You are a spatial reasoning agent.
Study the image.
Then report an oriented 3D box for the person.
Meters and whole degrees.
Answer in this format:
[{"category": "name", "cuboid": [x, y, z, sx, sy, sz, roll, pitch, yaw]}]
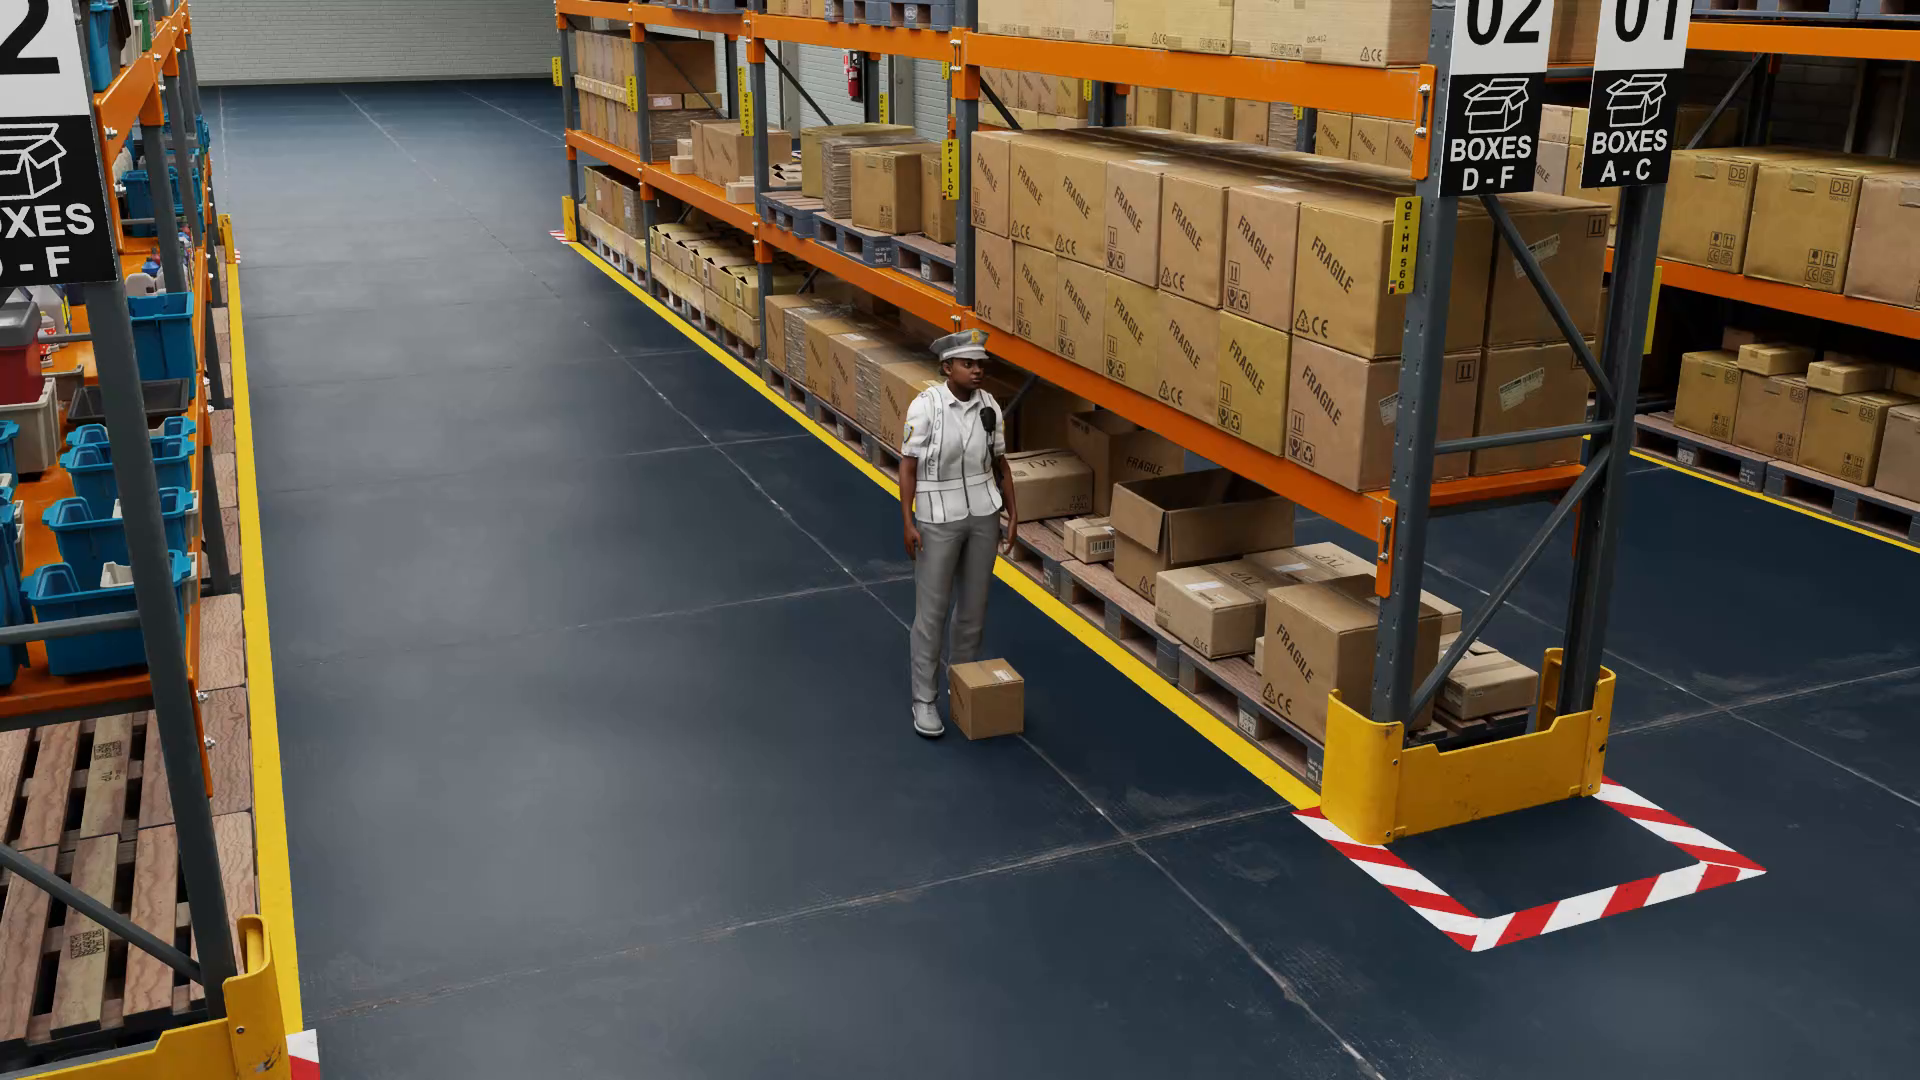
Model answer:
[{"category": "person", "cuboid": [0.005, -0.057, 7.154, 0.569, 1.693, 0.528, -8, 21, -22]}]
